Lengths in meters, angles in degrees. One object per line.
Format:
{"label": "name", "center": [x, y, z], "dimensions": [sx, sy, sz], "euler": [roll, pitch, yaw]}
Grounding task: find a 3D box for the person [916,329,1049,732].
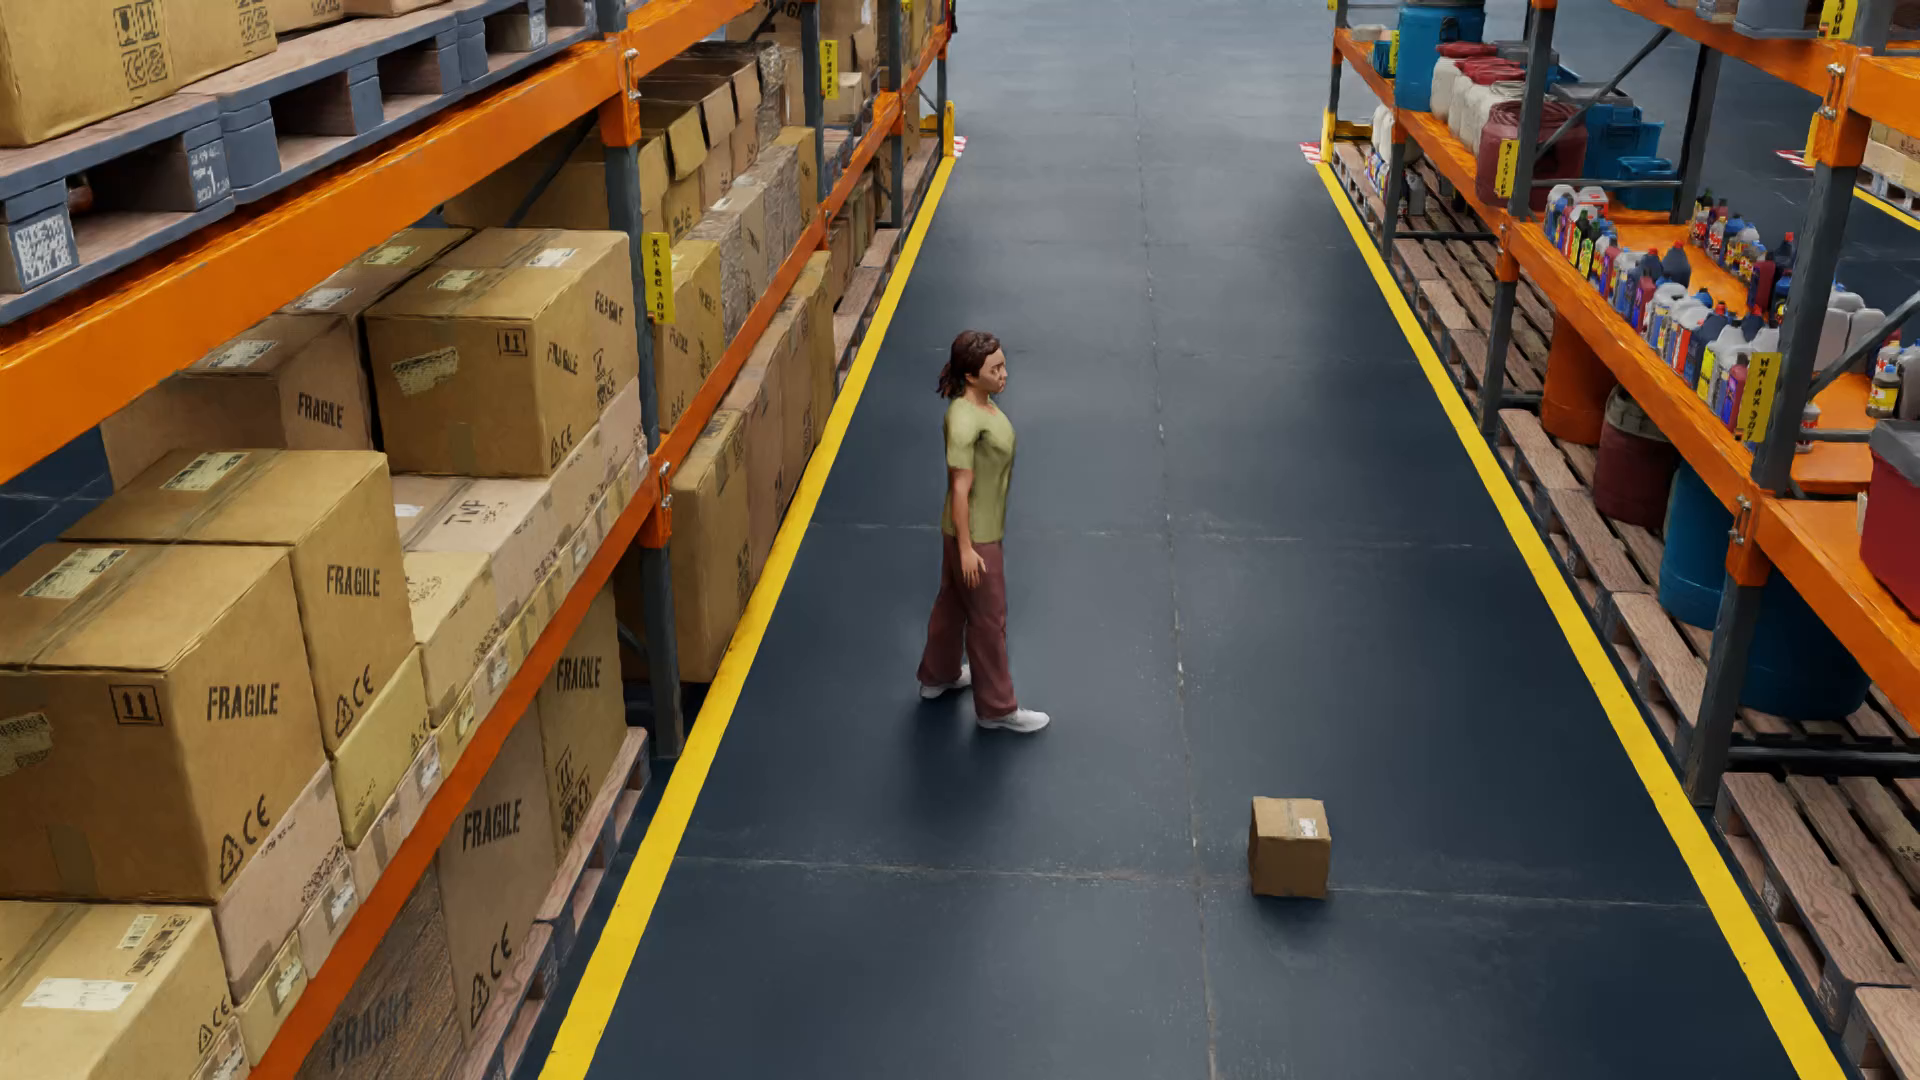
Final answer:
{"label": "person", "center": [0.090, -0.032, 6.647], "dimensions": [0.577, 1.667, 0.620], "euler": [2, 25, 4]}
